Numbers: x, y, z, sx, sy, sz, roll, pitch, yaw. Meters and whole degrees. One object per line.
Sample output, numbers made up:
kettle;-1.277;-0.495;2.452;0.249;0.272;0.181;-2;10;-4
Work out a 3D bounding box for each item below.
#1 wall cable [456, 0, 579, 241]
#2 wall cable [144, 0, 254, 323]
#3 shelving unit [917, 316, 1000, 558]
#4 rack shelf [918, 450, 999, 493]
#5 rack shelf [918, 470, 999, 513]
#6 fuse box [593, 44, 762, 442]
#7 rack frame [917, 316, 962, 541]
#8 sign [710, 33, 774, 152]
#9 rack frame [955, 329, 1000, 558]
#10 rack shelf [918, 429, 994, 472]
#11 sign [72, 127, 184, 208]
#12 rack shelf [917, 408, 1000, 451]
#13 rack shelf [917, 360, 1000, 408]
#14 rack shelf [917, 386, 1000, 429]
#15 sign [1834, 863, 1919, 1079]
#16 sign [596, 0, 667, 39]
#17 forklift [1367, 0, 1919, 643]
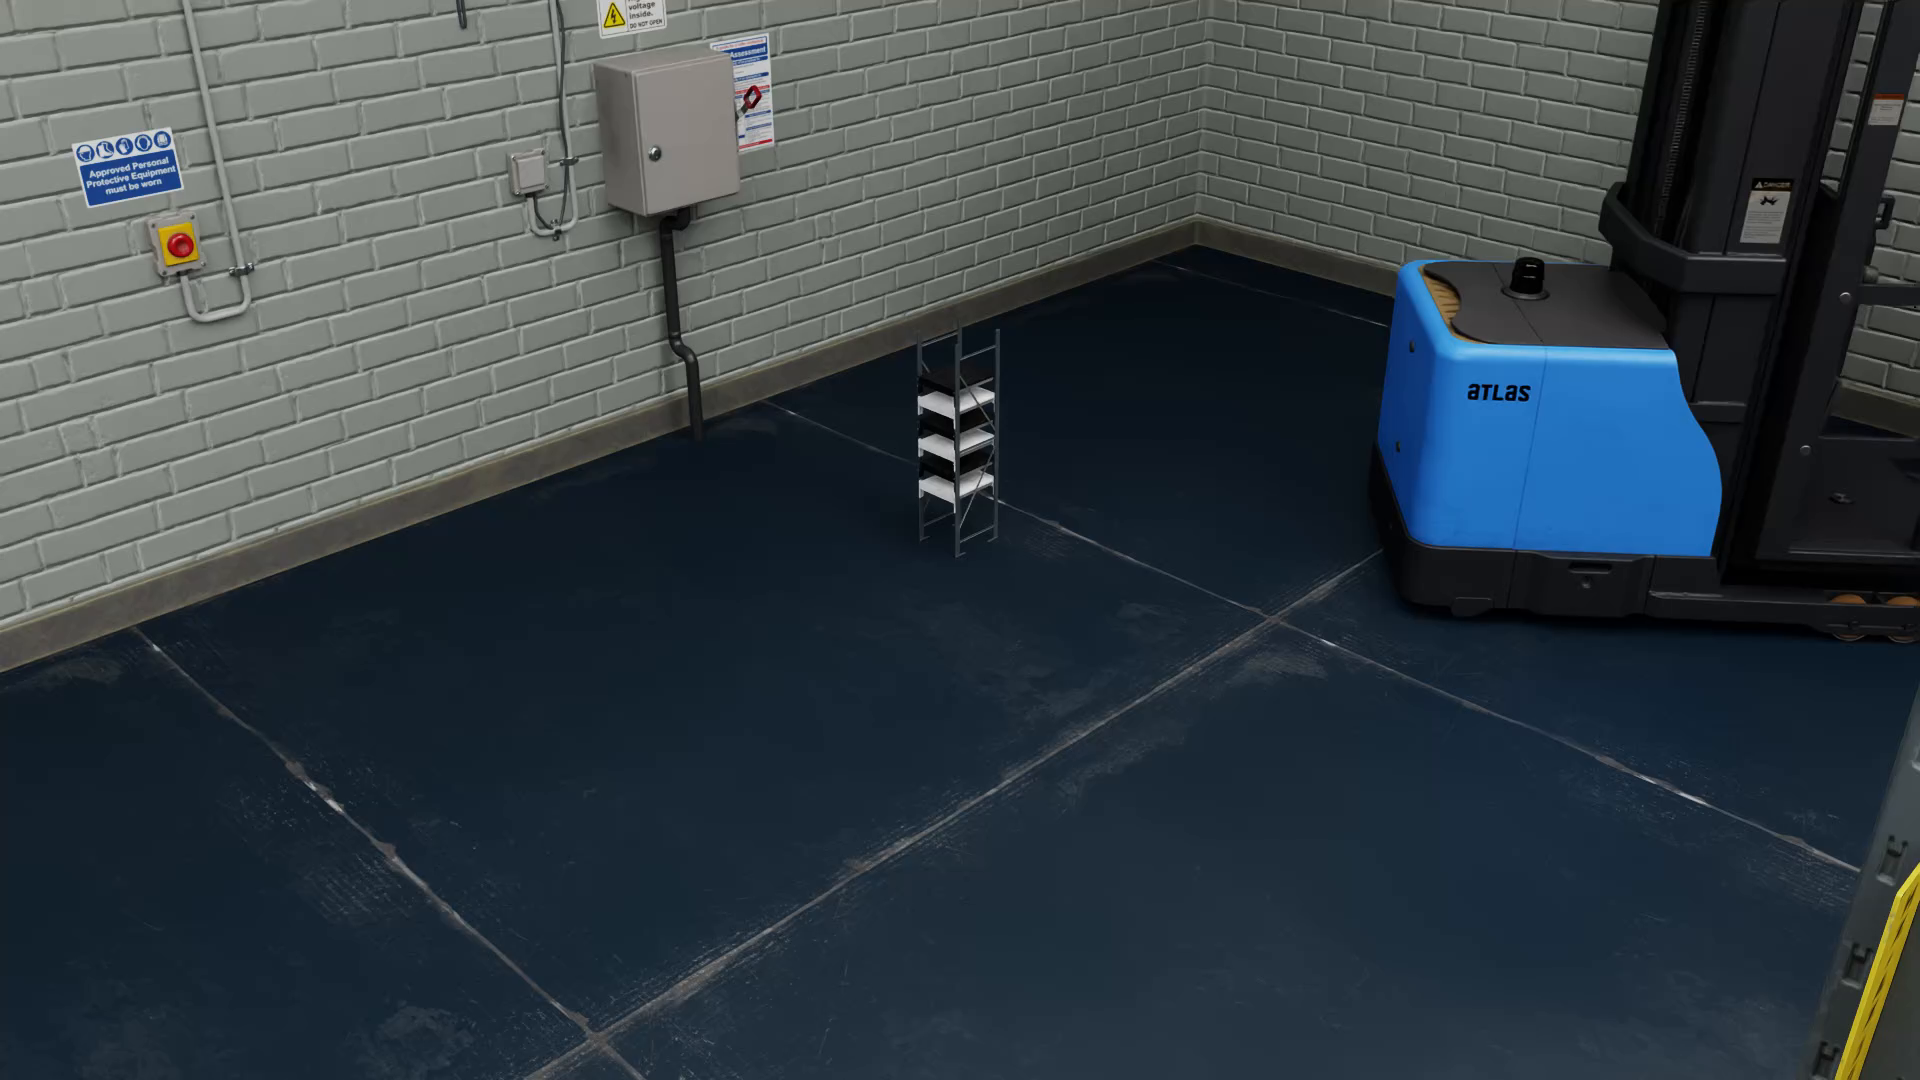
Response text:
wall cable;-1.754;-2.065;6.362;0.122;1.984;0.588;25;36;38
wall cable;-2.740;-1.604;5.452;0.123;1.953;0.585;25;36;38
shelving unit;-0.006;-0.401;6.546;0.210;0.900;0.258;25;36;38
rack shelf;-0.006;-0.292;6.603;0.200;0.077;0.258;25;36;38
rack shelf;-0.006;-0.212;6.645;0.200;0.077;0.258;25;36;38
fuse box;-1.163;-1.220;7.231;0.414;1.711;0.539;25;36;38
rack frame;-0.078;-0.434;6.609;0.006;0.900;0.240;25;36;38
sign;-0.965;-1.979;7.394;0.001;0.494;0.329;25;36;38
rack frame;0.067;-0.368;6.483;0.006;0.900;0.240;25;36;38
rack shelf;-0.006;-0.371;6.561;0.200;0.077;0.258;25;36;38
sign;-2.818;-1.264;5.641;0.001;0.218;0.327;25;36;38
rack shelf;-0.006;-0.451;6.519;0.200;0.077;0.258;25;36;38
rack shelf;-0.006;-0.610;6.435;0.200;0.077;0.258;25;36;38
rack shelf;-0.006;-0.531;6.477;0.200;0.077;0.258;25;36;38
sign;0.904;0.456;1.645;0.005;0.325;0.100;25;36;38
sign;-1.350;-2.205;6.833;0.001;0.242;0.339;25;36;38
forklift;3.184;-1.182;5.848;3.031;2.935;1.130;2;28;4
